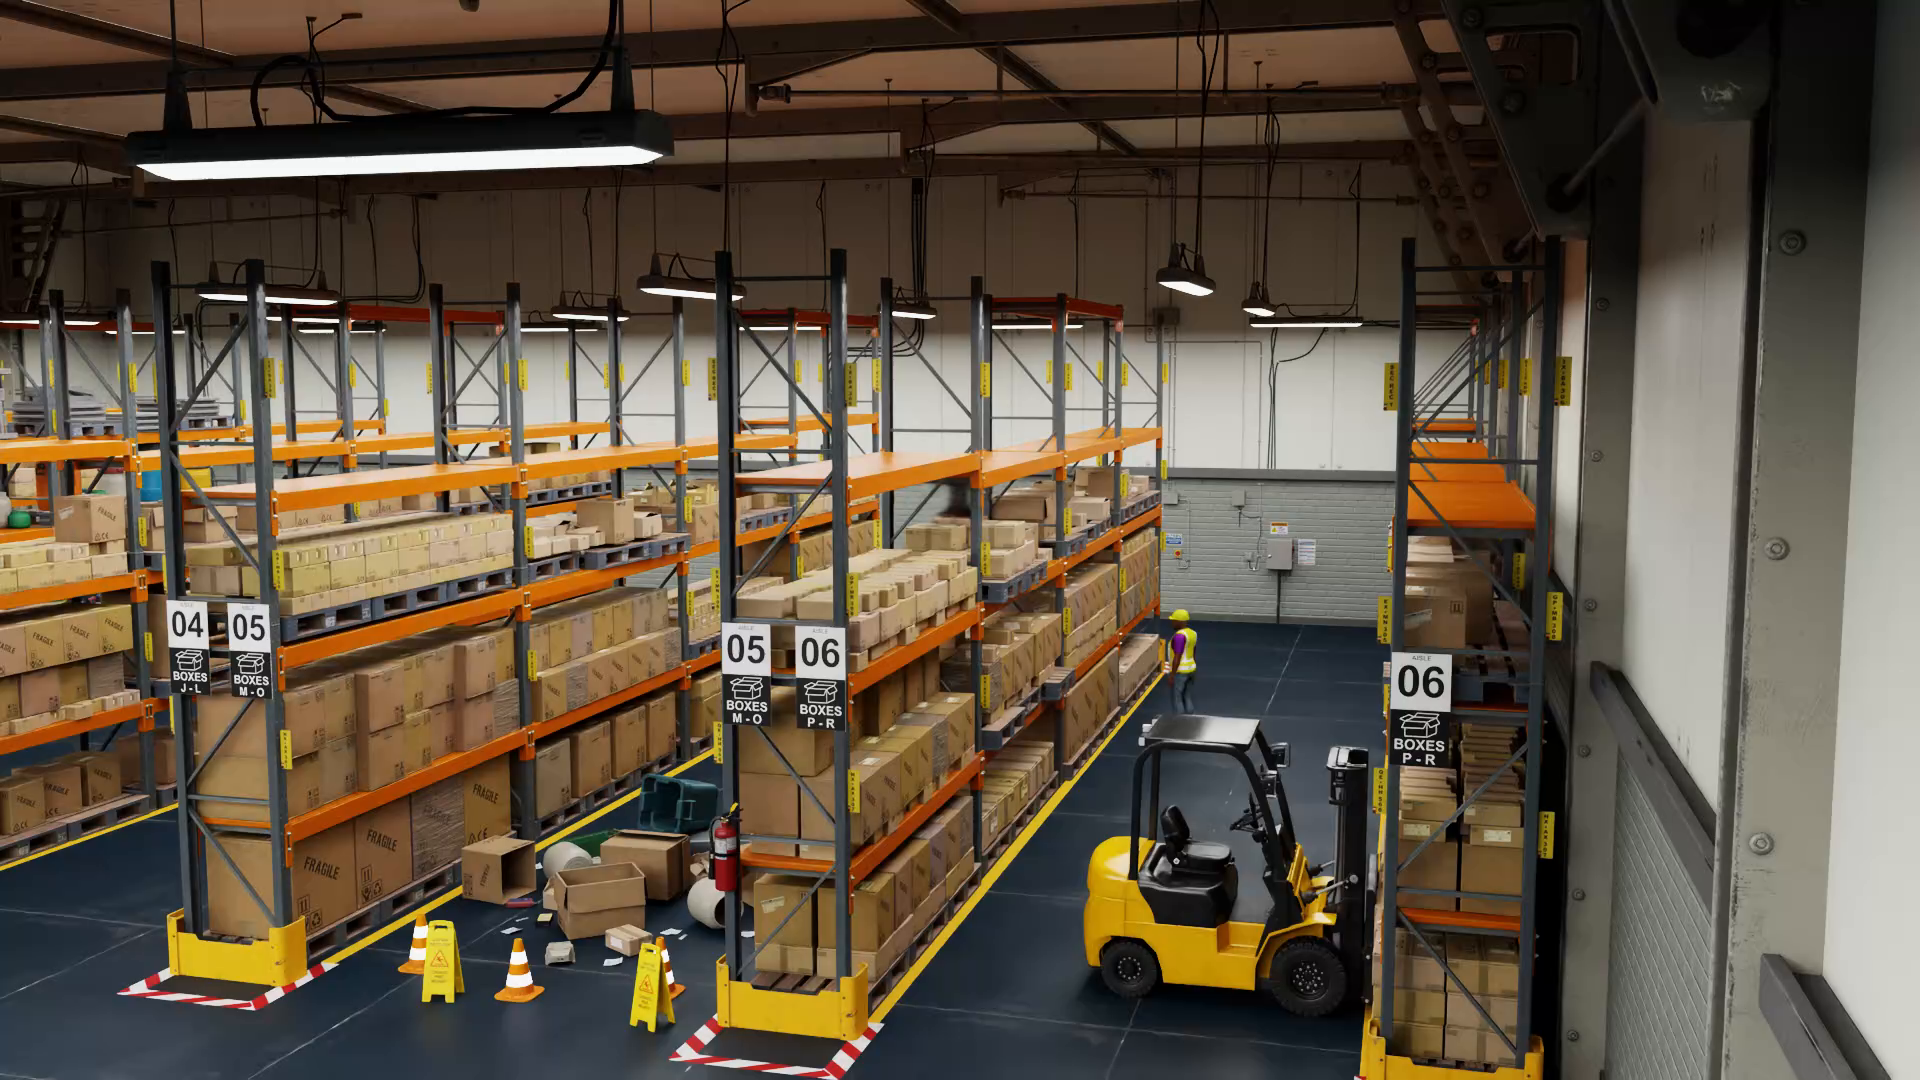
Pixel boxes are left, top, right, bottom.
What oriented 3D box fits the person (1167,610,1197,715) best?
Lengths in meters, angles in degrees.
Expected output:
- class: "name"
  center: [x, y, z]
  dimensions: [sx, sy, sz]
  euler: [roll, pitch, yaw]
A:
- class: "person"
  center: [3.070, 1.844, 23.101]
  dimensions: [0.384, 1.764, 0.645]
  euler: [4, 7, 34]
